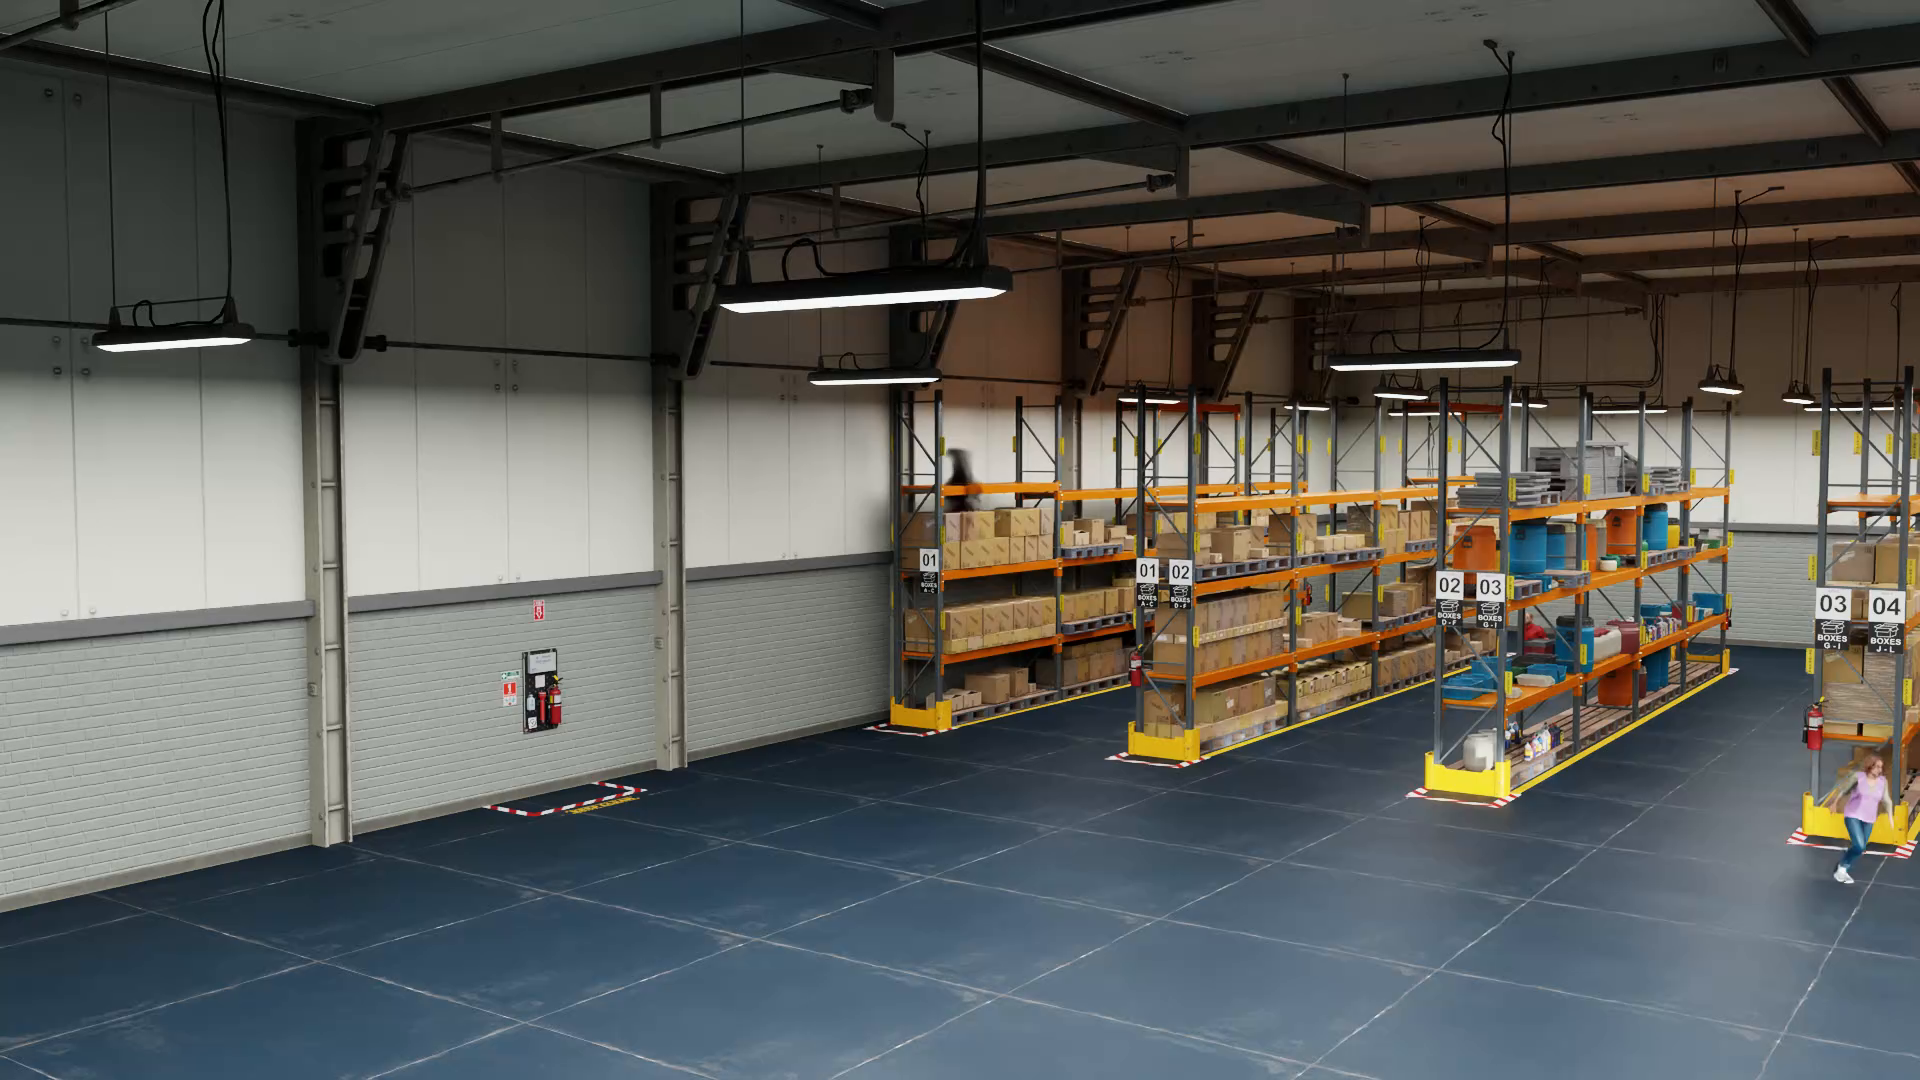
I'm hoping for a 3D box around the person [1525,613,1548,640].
[{"bbox_3d":[11.265,2.311,32.714,0.655,1.777,0.830,3,4,43],"label":"person"}]

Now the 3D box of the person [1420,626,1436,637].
[{"bbox_3d":[12.084,1.792,42.521,0.490,1.664,0.792,-2,4,-34],"label":"person"}]

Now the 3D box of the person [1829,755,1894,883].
[{"bbox_3d":[10.235,3.168,18.835,0.503,1.531,0.704,0,3,-2],"label":"person"}]
